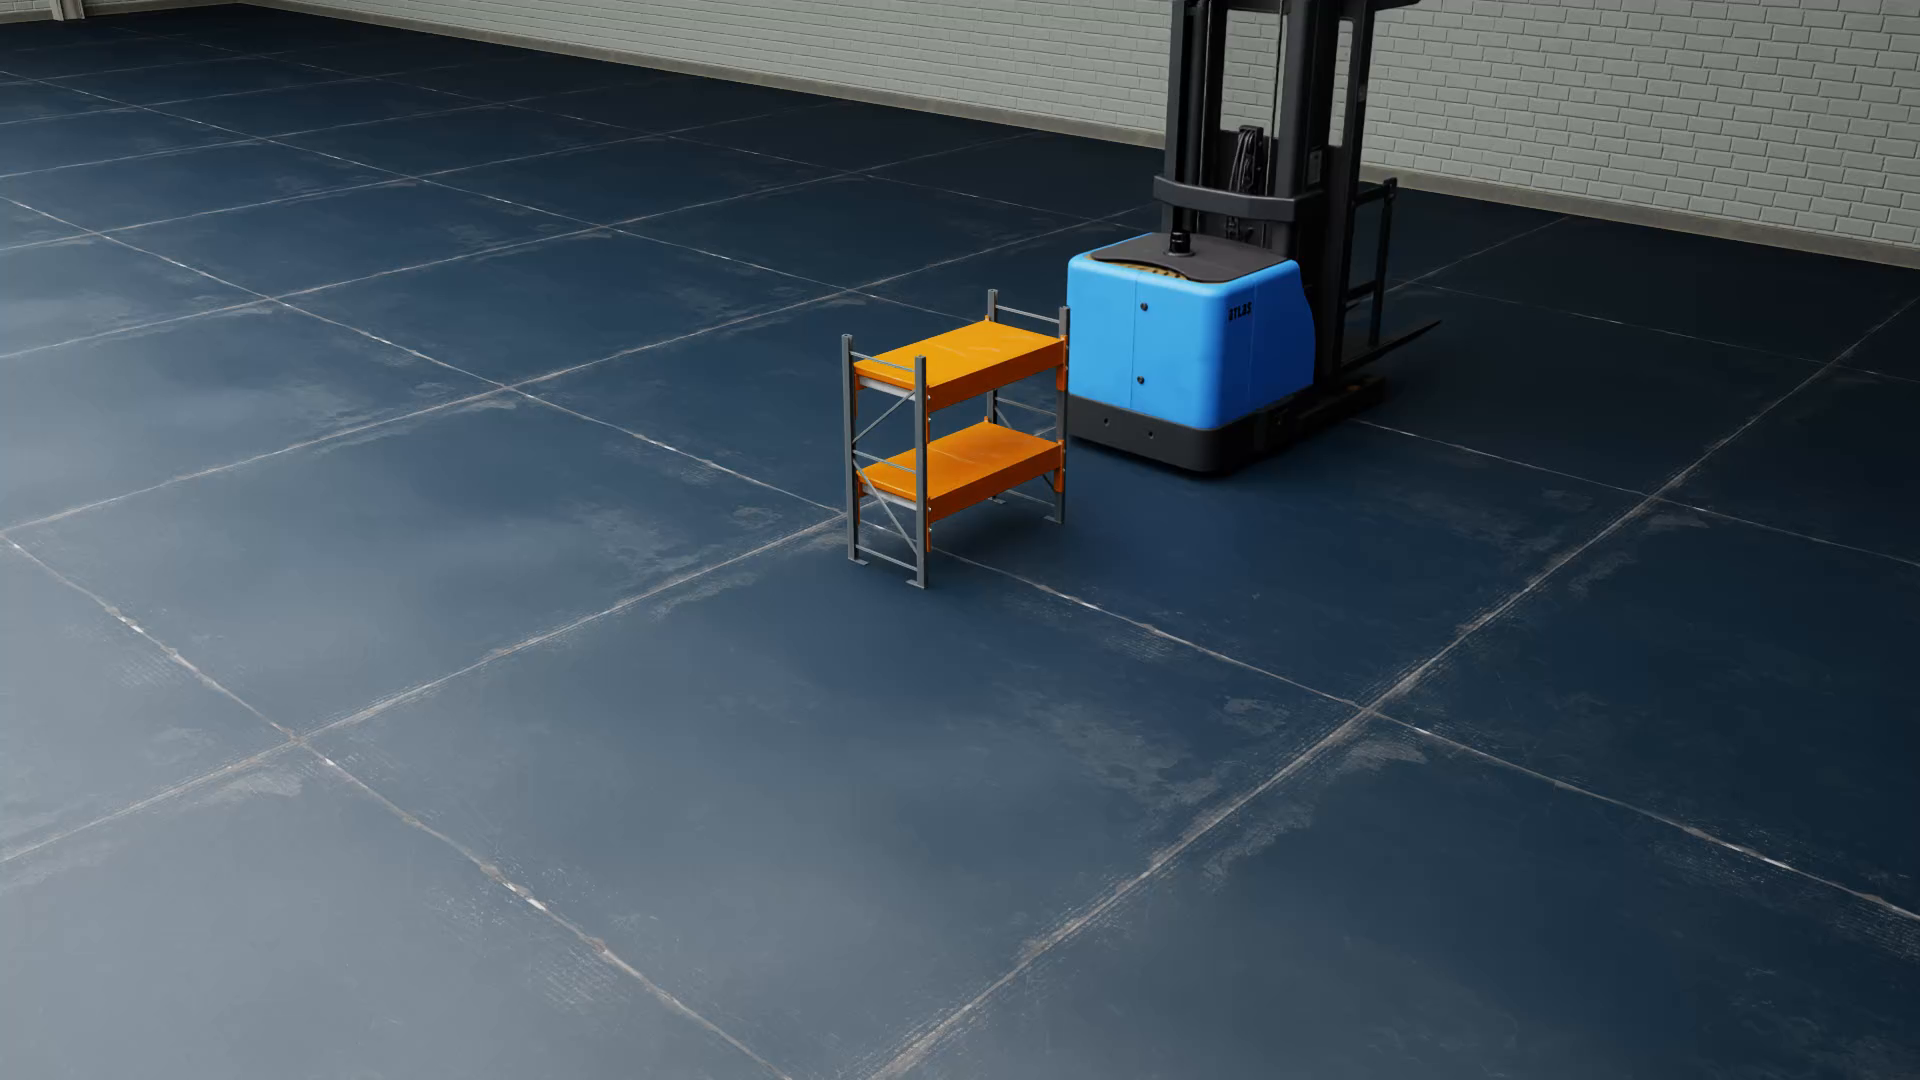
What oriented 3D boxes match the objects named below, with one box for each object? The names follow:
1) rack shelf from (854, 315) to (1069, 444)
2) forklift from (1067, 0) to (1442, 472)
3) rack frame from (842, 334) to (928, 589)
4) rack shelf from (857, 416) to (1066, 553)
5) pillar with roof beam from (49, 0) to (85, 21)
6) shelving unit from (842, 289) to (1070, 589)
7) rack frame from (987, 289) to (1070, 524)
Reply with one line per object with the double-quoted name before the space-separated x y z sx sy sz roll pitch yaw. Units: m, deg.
"rack shelf" -0.005 -0.778 7.896 0.538 0.278 1.000 20 31 38
"forklift" 1.928 -2.222 9.623 1.130 2.935 3.031 20 31 37
"rack frame" -0.344 -0.356 7.670 0.500 1.125 0.032 20 31 38
"rack shelf" -0.004 -0.288 8.115 0.538 0.278 1.000 20 31 38
"pillar with roof beam" -11.491 -11.531 22.969 9.100 9.000 0.400 20 31 38
"shelving unit" -0.005 -0.511 8.015 0.538 1.125 1.048 20 31 38
"rack frame" 0.335 -0.666 8.361 0.500 1.125 0.032 20 31 38
